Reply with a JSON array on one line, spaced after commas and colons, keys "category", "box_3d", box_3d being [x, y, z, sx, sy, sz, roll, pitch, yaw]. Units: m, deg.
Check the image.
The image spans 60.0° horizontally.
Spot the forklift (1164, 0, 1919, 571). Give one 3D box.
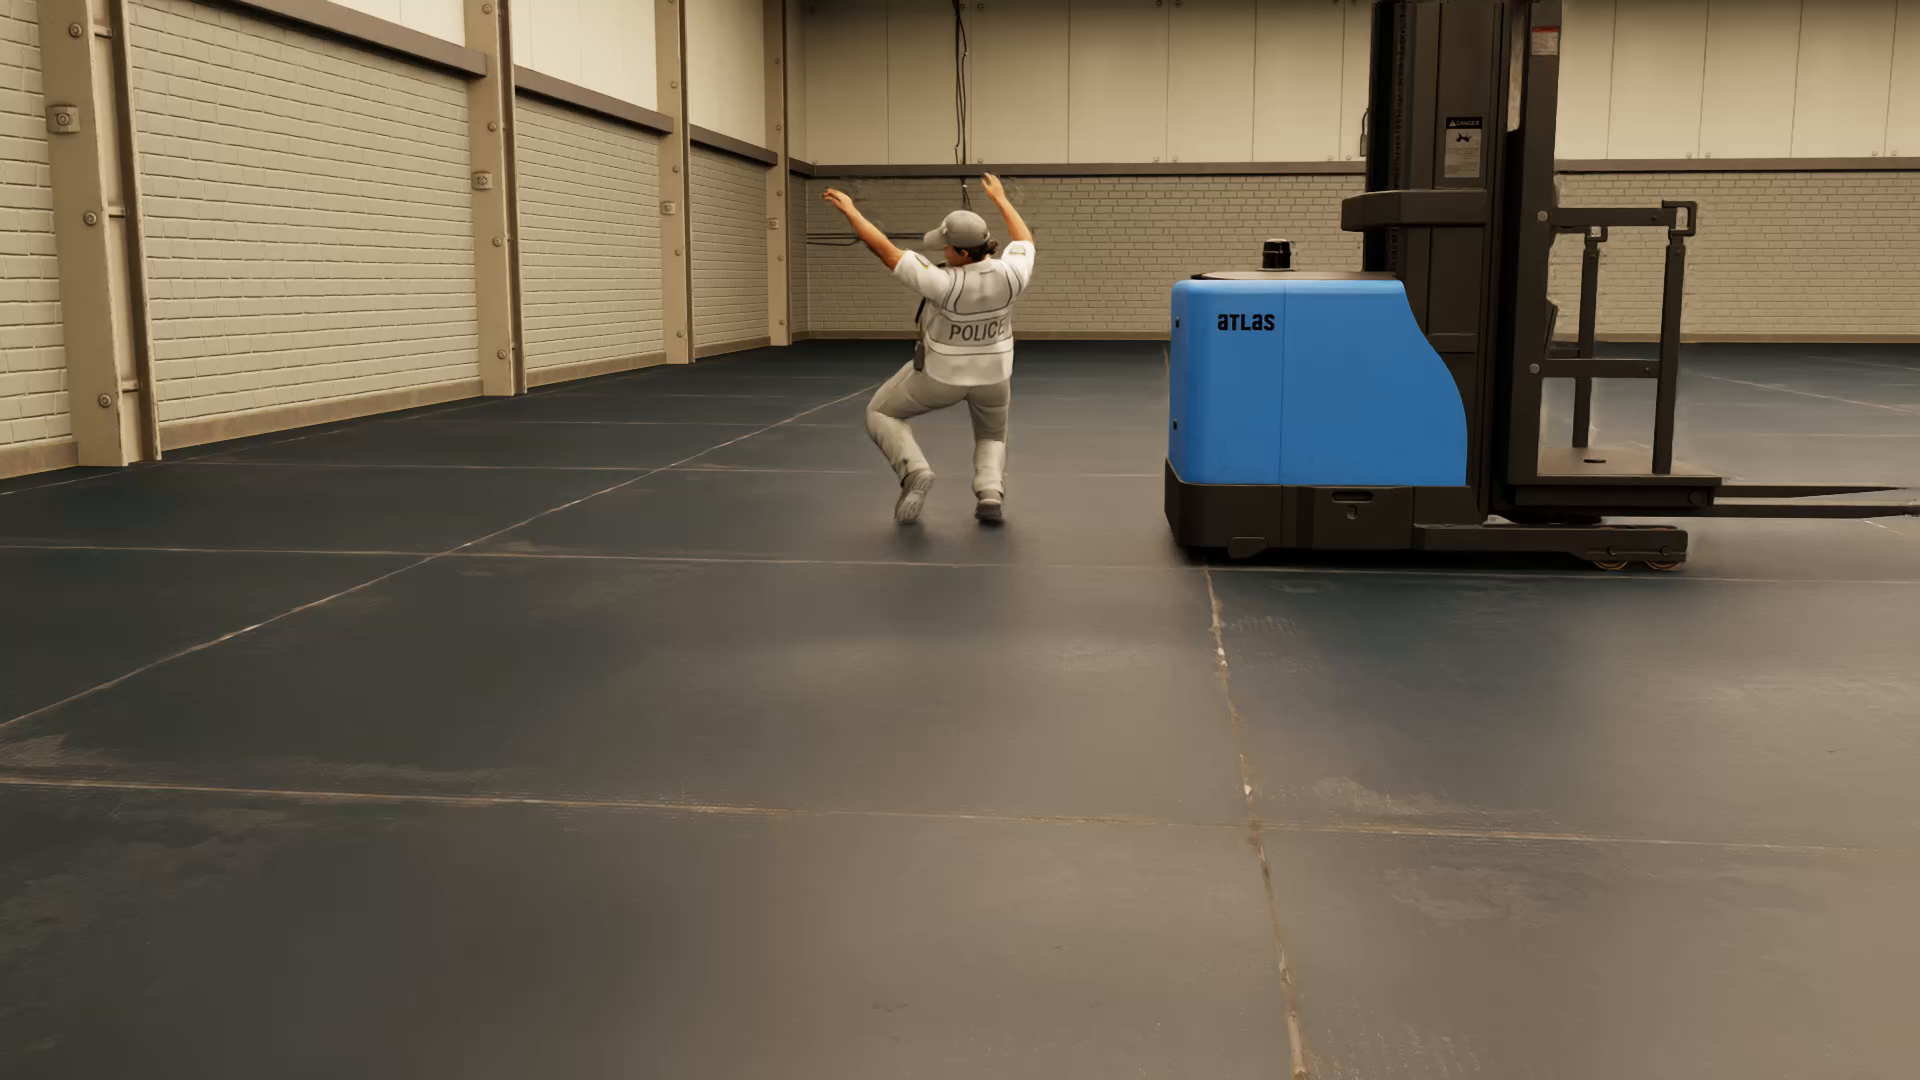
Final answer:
[{"category": "forklift", "box_3d": [2.378, -1.417, 6.528, 3.031, 2.935, 1.130, 1, 9, 3]}]

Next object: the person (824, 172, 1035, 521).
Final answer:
[{"category": "person", "box_3d": [-0.137, -0.842, 7.374, 0.964, 1.579, 0.753, -3, 9, -16]}]
